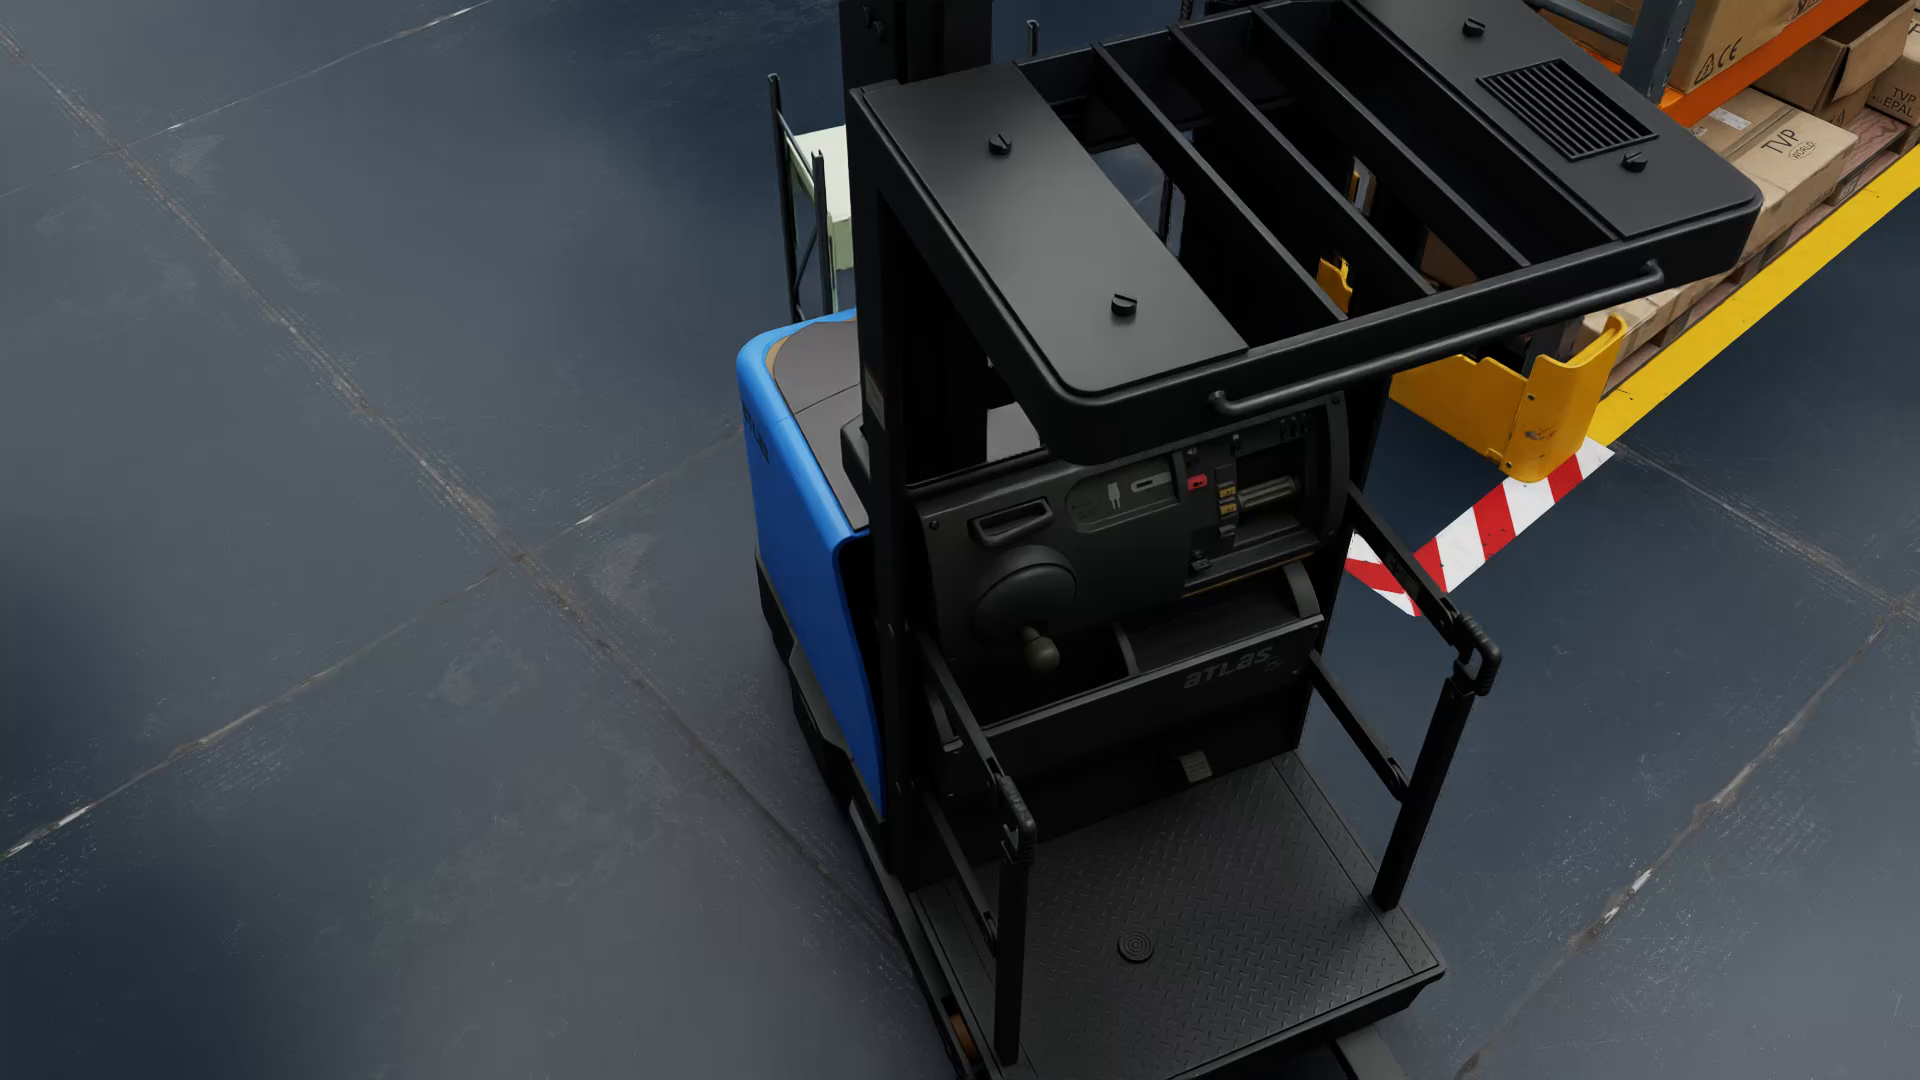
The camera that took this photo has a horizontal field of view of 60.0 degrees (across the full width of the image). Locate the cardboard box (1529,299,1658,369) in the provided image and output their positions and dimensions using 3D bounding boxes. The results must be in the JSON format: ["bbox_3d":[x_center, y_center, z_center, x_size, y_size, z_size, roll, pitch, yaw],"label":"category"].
[{"bbox_3d":[2.073,-0.750,5.542,0.250,0.149,0.380,-34,56,-27],"label":"cardboard box"}]

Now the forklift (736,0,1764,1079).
[{"bbox_3d":[0.451,0.074,3.187,1.130,2.935,3.031,-17,50,-15],"label":"forklift"}]

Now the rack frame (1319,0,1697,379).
[{"bbox_3d":[1.532,-1.548,4.637,0.127,3.000,1.000,-34,56,-27],"label":"rack frame"}]

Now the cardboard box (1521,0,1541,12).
[{"bbox_3d":[1.680,-1.951,4.941,0.500,0.500,0.500,-32,55,-26],"label":"cardboard box"}]

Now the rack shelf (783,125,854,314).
[{"bbox_3d":[-0.076,-0.930,4.557,0.720,0.370,0.431,-16,49,-14],"label":"rack shelf"}]

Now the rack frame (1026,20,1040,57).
[{"bbox_3d":[0.265,-0.763,4.934,0.023,1.500,0.400,-16,49,-14],"label":"rack frame"}]

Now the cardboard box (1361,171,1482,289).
[{"bbox_3d":[1.768,-1.252,5.766,0.500,0.500,0.500,-34,56,-27],"label":"cardboard box"}]

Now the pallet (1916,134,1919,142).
[{"bbox_3d":[3.982,-2.241,7.174,1.213,0.211,1.003,-34,56,-27],"label":"pallet"}]

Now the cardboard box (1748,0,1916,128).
[{"bbox_3d":[3.105,-1.896,6.358,0.637,0.503,0.797,-34,56,-27],"label":"cardboard box"}]

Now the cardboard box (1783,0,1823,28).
[{"bbox_3d":[2.415,-1.916,4.909,0.500,0.500,0.500,-34,56,-27],"label":"cardboard box"}]

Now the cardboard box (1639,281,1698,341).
[{"bbox_3d":[2.258,-0.880,5.649,0.250,0.166,0.380,-34,56,-27],"label":"cardboard box"}]

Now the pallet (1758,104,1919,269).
[{"bbox_3d":[3.079,-1.634,6.615,1.213,0.211,1.003,-34,56,-27],"label":"pallet"}]

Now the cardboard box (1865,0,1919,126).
[{"bbox_3d":[3.706,-1.956,6.544,0.500,0.311,0.500,-34,56,-27],"label":"cardboard box"}]

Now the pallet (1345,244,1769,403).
[{"bbox_3d":[2.177,-1.034,6.061,1.213,0.211,1.003,-34,56,-27],"label":"pallet"}]

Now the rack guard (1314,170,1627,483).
[{"bbox_3d":[1.588,-0.738,5.590,0.348,0.500,1.175,-34,56,-27],"label":"rack guard"}]

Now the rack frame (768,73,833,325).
[{"bbox_3d":[-0.417,-0.567,4.753,0.023,1.500,0.400,-16,49,-14],"label":"rack frame"}]

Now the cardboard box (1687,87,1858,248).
[{"bbox_3d":[2.865,-1.374,6.048,0.500,0.250,0.500,-34,56,-27],"label":"cardboard box"}]

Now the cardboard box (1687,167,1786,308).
[{"bbox_3d":[2.495,-1.126,5.820,0.500,0.250,0.500,-34,56,-27],"label":"cardboard box"}]

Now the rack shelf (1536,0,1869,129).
[{"bbox_3d":[3.011,-2.293,5.814,4.000,0.370,1.077,-34,56,-27],"label":"rack shelf"}]

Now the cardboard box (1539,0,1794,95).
[{"bbox_3d":[2.037,-1.658,4.671,0.500,0.500,0.500,-33,55,-26],"label":"cardboard box"}]

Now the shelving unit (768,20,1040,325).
[{"bbox_3d":[-0.076,-0.665,4.843,0.755,1.500,0.431,-16,49,-14],"label":"shelving unit"}]
